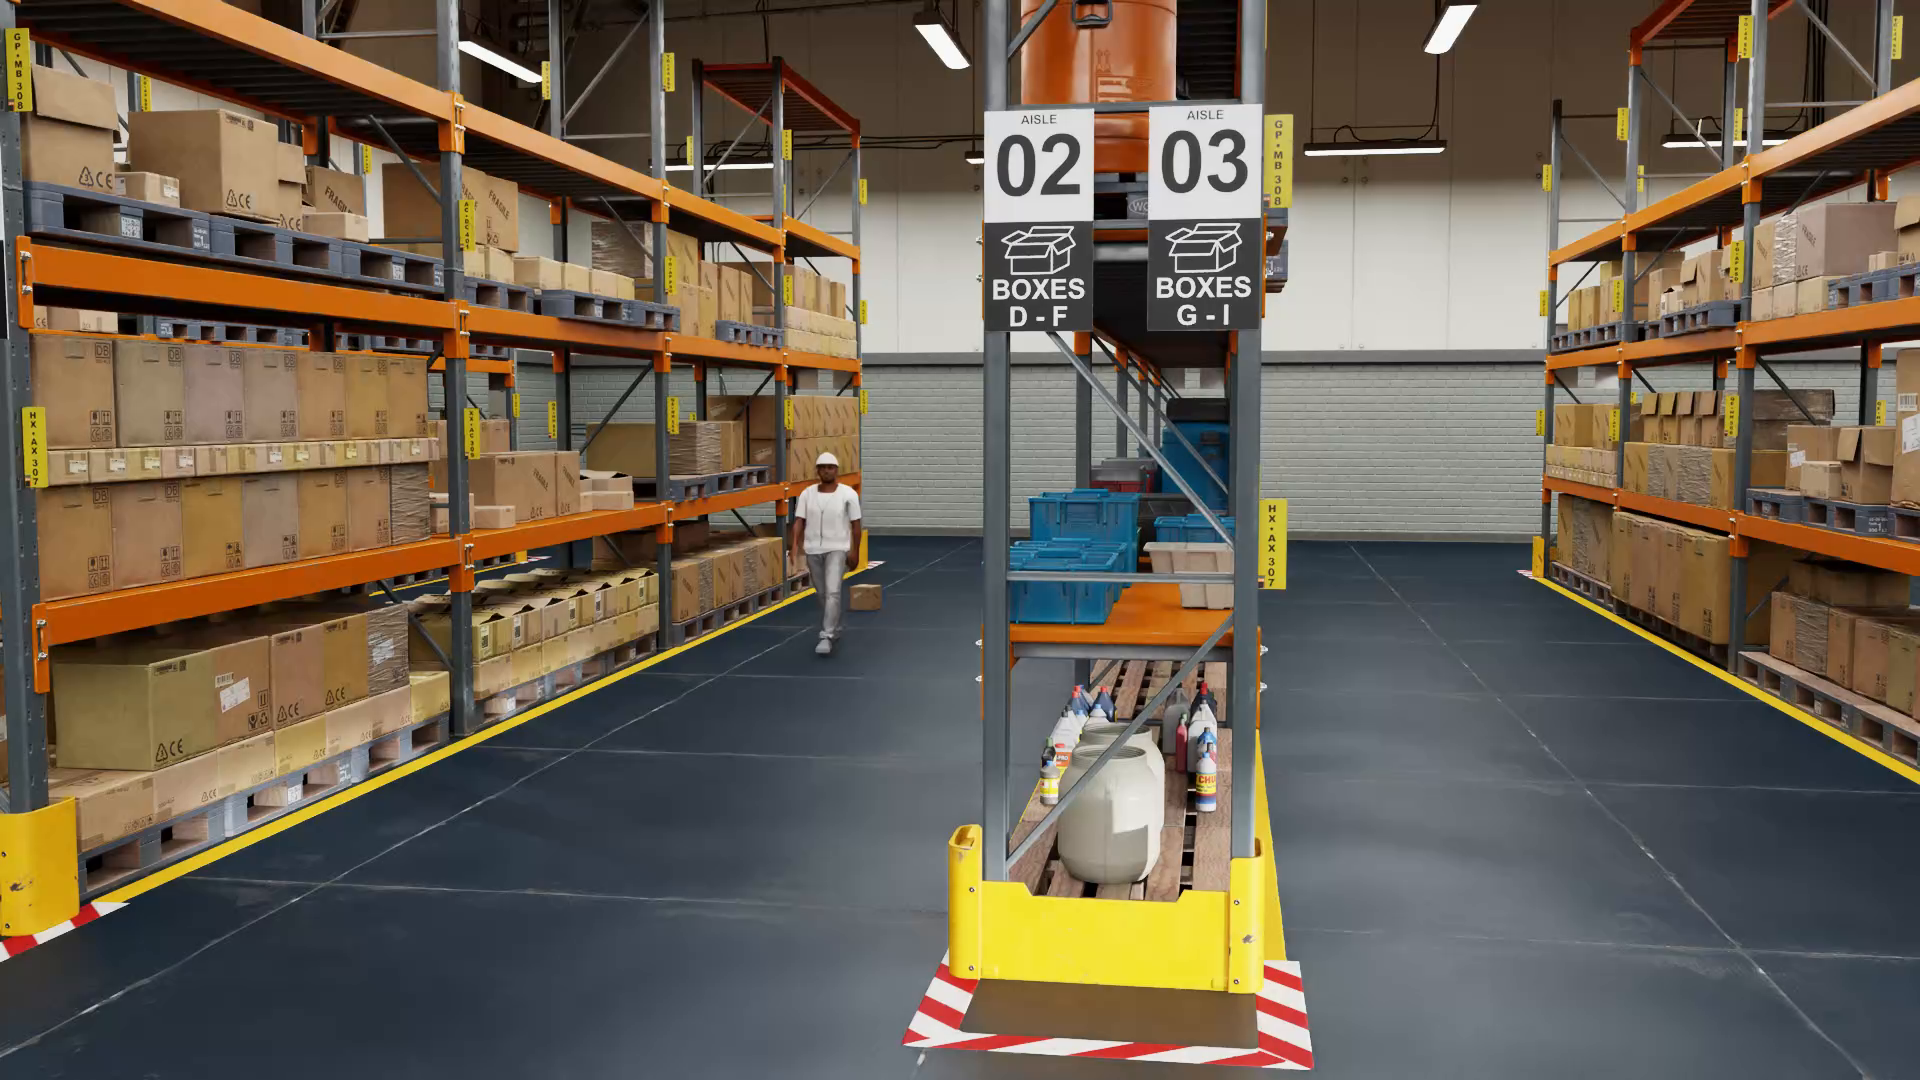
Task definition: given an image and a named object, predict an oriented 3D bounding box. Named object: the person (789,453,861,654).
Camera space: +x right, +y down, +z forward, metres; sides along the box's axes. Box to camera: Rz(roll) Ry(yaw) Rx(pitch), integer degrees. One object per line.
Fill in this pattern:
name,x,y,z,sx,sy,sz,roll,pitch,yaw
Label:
person,-1.211,0.090,14.657,0.566,1.715,0.967,1,5,17
